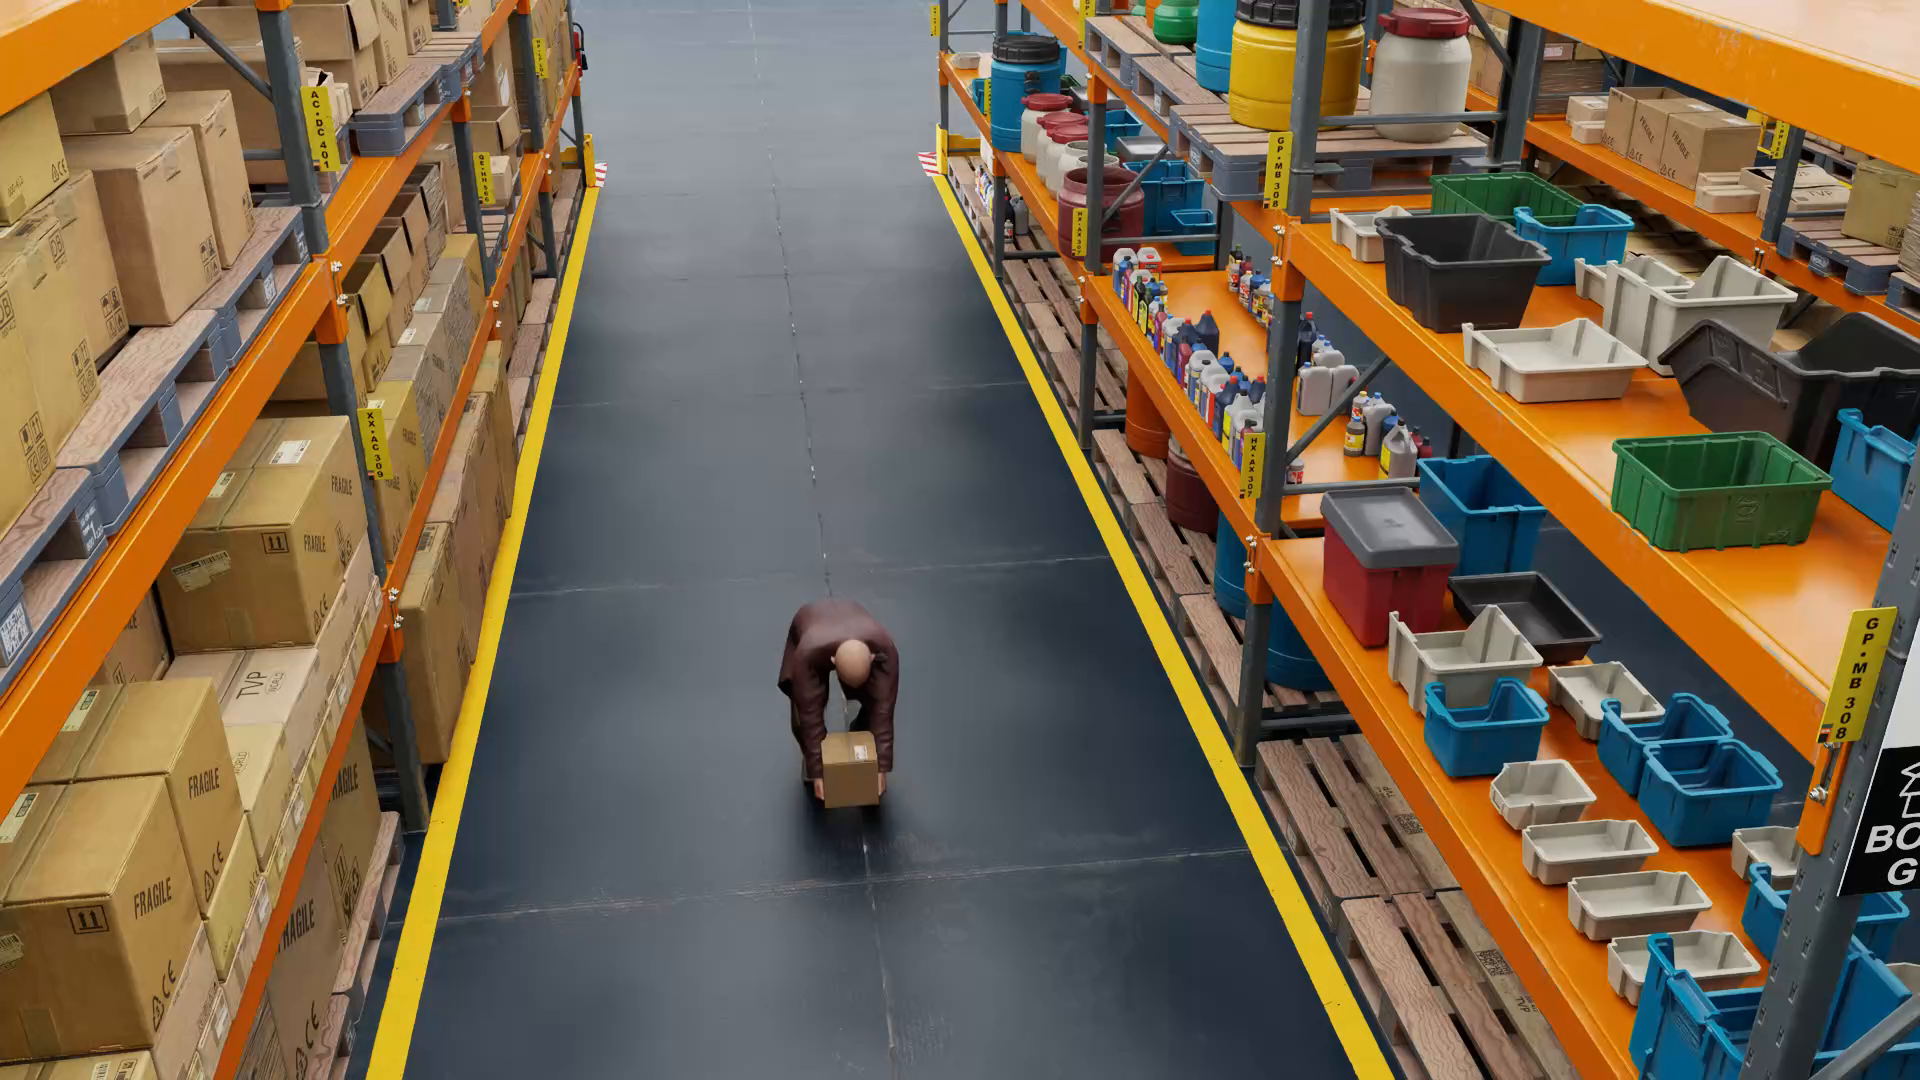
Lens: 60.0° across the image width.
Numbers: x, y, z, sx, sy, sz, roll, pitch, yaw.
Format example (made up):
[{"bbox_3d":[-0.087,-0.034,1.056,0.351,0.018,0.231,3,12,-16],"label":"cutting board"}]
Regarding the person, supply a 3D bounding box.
[{"bbox_3d":[-0.583,0.637,7.994,0.585,0.722,0.859,-5,27,-9],"label":"person"}]
